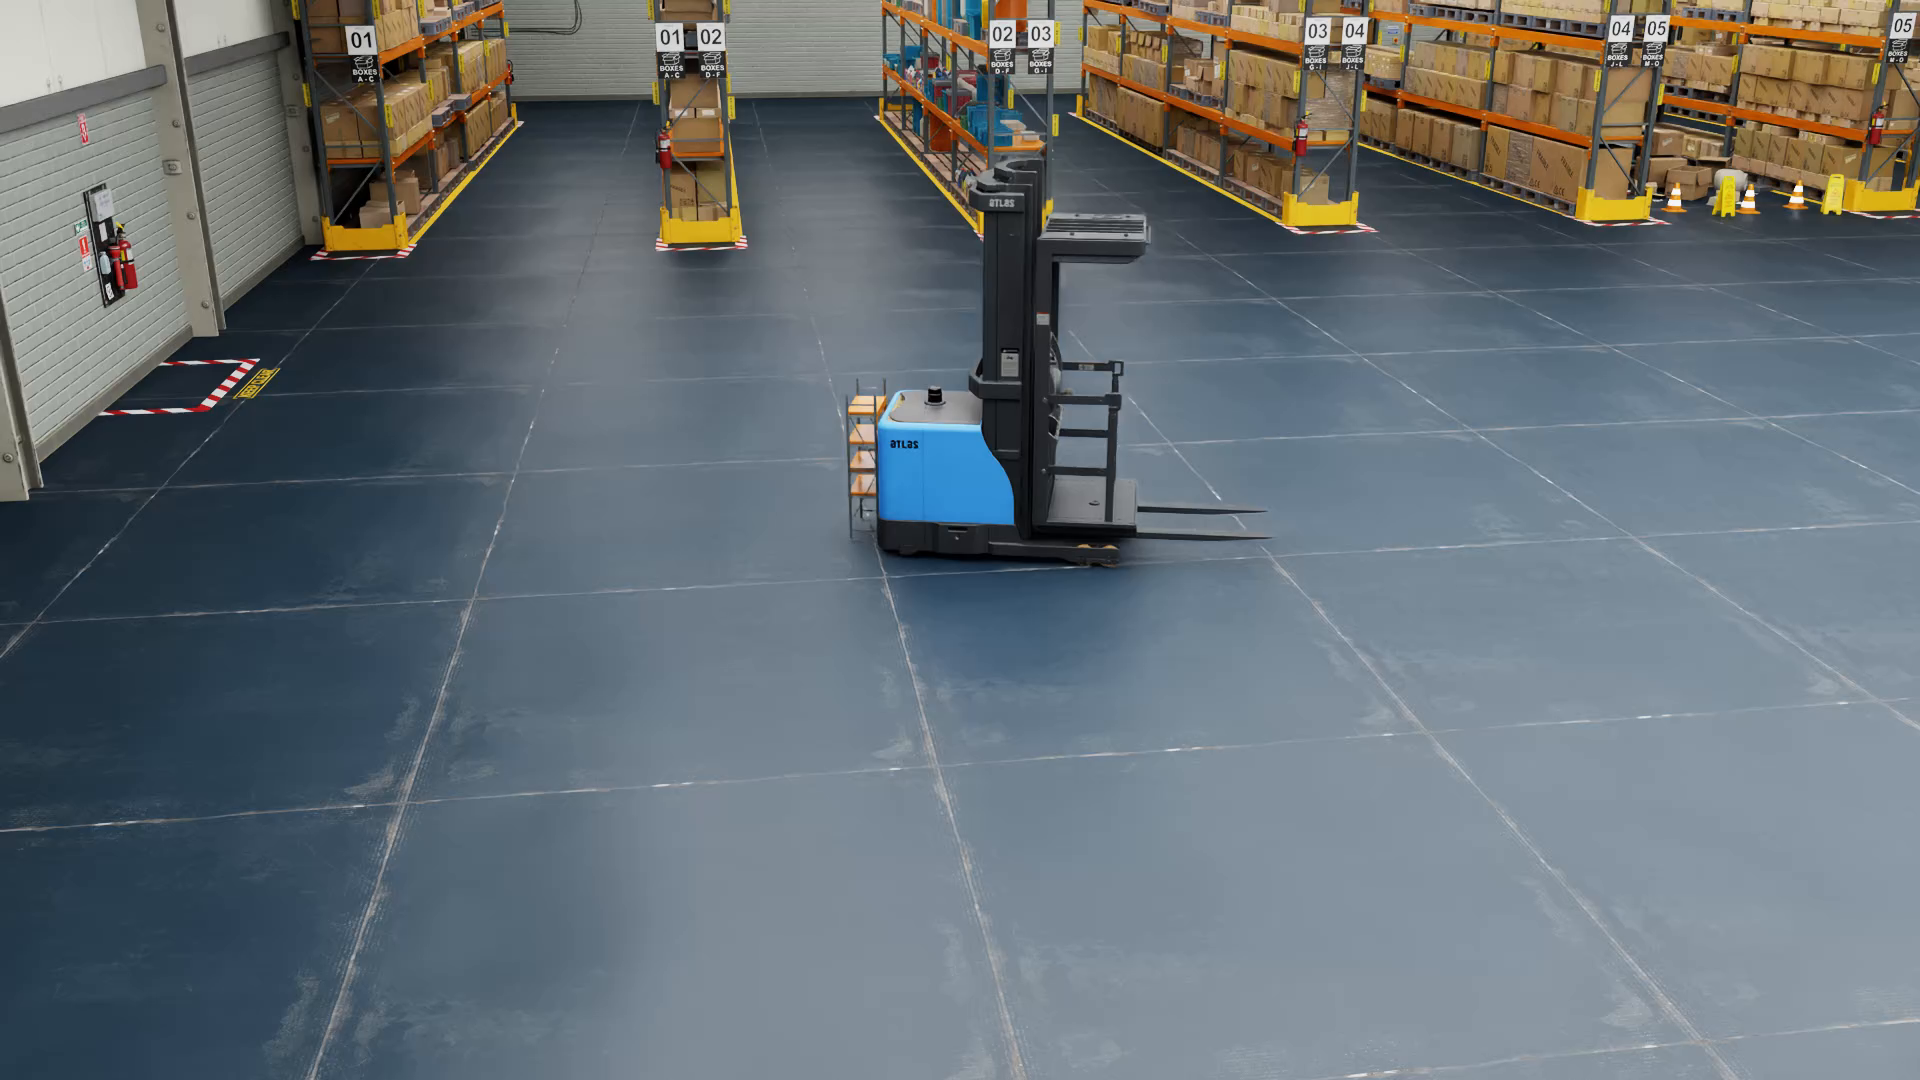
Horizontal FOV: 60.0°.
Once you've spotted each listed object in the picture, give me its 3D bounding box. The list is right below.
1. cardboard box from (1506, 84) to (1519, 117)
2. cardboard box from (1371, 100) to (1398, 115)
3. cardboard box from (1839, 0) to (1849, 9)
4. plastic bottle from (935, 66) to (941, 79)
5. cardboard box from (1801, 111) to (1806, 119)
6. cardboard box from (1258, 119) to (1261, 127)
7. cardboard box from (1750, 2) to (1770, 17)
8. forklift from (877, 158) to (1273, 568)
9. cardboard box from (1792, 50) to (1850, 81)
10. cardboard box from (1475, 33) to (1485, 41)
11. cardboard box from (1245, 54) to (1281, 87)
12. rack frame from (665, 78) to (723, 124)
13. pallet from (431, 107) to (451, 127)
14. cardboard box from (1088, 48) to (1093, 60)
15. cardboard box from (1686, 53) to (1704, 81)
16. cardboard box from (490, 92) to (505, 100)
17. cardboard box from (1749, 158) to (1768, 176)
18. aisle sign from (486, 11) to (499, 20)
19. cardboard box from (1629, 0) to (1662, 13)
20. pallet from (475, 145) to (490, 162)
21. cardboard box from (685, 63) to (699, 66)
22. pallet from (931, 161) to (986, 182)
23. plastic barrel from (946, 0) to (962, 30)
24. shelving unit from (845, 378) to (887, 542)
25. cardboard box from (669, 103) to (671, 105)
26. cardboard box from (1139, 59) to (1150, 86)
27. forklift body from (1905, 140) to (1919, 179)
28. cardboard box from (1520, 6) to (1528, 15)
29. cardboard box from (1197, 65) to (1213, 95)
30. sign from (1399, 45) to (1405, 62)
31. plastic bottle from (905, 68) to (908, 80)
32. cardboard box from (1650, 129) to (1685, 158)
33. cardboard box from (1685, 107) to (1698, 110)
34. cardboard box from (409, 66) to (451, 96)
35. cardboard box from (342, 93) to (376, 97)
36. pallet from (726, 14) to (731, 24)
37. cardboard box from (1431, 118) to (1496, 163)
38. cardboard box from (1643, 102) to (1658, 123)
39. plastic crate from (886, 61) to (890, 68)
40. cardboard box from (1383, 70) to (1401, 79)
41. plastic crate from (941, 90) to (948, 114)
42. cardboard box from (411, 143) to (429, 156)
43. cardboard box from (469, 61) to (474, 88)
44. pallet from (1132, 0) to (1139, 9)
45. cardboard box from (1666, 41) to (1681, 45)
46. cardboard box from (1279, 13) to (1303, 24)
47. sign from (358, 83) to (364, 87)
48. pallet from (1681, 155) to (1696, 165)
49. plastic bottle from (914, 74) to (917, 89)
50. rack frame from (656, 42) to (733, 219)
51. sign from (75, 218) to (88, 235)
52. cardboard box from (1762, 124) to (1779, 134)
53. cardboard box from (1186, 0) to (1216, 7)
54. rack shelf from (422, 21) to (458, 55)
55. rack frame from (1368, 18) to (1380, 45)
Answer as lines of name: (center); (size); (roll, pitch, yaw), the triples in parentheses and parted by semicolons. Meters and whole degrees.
cardboard box: (10.340, -7.863, 29.766); (0.875, 0.550, 0.550); (-3, 21, -8)
cardboard box: (9.155, -9.269, 35.646); (0.500, 0.250, 0.500); (-3, 21, -7)
cardboard box: (15.225, -9.126, 28.295); (0.380, 0.149, 0.250); (-3, 21, -8)
plastic bottle: (-0.464, -10.018, 35.821); (0.144, 0.351, 0.185); (-3, 21, -8)
cardboard box: (15.167, -7.540, 29.475); (0.380, 0.149, 0.250); (-3, 21, -8)
cardboard box: (5.294, -7.083, 28.253); (0.380, 0.149, 0.250); (-3, 21, -8)
cardboard box: (14.850, -9.702, 30.406); (0.500, 0.250, 0.500); (-3, 21, -9)
forklift: (0.915, -1.360, 12.668); (3.031, 2.935, 1.130); (2, 21, 6)
cardboard box: (15.169, -8.356, 29.304); (0.700, 0.500, 0.500); (-3, 21, -8)
cardboard box: (13.196, -12.704, 41.372); (0.500, 0.500, 0.500); (-3, 21, -9)
cardboard box: (5.209, -8.033, 28.441); (0.500, 0.500, 0.500); (-3, 21, -8)
rack frame: (-4.553, -7.395, 28.729); (1.000, 3.000, 0.127); (-3, 21, -8)
pallet: (-9.420, -7.326, 28.819); (1.003, 0.211, 1.213); (-3, 21, -8)
cardboard box: (3.404, -11.758, 40.199); (0.500, 0.250, 0.500); (-3, 21, -8)
cardboard box: (14.622, -9.275, 32.595); (0.500, 0.500, 0.500); (-2, 21, -6)
cardboard box: (-10.748, -10.267, 38.465); (0.380, 0.149, 0.250); (-2, 21, -6)
cardboard box: (14.963, -6.900, 30.733); (0.500, 0.250, 0.500); (-2, 21, -5)
aisle sign: (-10.898, -12.557, 38.833); (0.394, 0.787, 0.004); (-3, 21, -8)
cardboard box: (10.934, -8.622, 26.772); (0.500, 0.250, 0.500); (-3, 21, -8)
pallet: (-10.243, -7.921, 34.122); (1.003, 0.211, 1.213); (-3, 21, -8)
cardboard box: (-4.266, -7.375, 26.679); (0.700, 0.500, 0.500); (-3, 21, -8)
pallet: (0.019, -7.031, 31.739); (1.003, 0.211, 1.213); (-3, 21, -8)
plastic barrel: (0.061, -9.449, 29.224); (0.600, 0.901, 0.708); (-3, 21, -8)
shelving unit: (-0.732, -0.641, 13.213); (0.258, 1.200, 0.503); (2, 21, 6)
cardboard box: (-4.296, -6.663, 25.698); (0.380, 0.149, 0.250); (-3, 21, -9)
cardboard box: (4.141, -10.012, 35.594); (0.500, 0.500, 0.500); (-3, 21, -7)
forklift body: (18.466, -7.427, 30.027); (2.313, 2.155, 1.214); (-3, 21, -8)
cardboard box: (9.999, -9.234, 28.981); (0.380, 0.149, 0.250); (-3, 21, -9)
cardboard box: (4.909, -8.734, 31.566); (0.797, 0.503, 0.637); (-1, 20, -2)
sign: (9.061, -9.968, 34.077); (0.100, 0.325, 0.005); (-3, 21, -8)
plastic bottle: (-1.154, -10.164, 36.310); (0.061, 0.283, 0.133); (-3, 21, -8)
cardboard box: (13.300, -7.477, 31.438); (0.500, 0.500, 0.500); (-3, 21, -8)
cardboard box: (18.467, -10.952, 41.224); (0.700, 0.500, 0.500); (-4, 21, -10)
cardboard box: (-9.953, -8.620, 31.236); (0.700, 0.500, 0.500); (-5, 21, -14)
cardboard box: (-9.370, -6.730, 26.062); (0.500, 0.500, 0.500); (-3, 21, -7)
pallet: (-4.943, -9.866, 31.328); (1.213, 0.211, 1.003); (-2, 21, -5)
cardboard box: (9.859, -7.796, 32.418); (1.050, 0.750, 0.750); (-3, 21, -8)
cardboard box: (14.463, -9.223, 36.060); (0.875, 0.875, 0.875); (-3, 21, -8)
plastic crate: (-1.609, -11.251, 39.344); (0.250, 0.136, 0.298); (-3, 21, -8)
cardboard box: (9.071, -9.720, 34.713); (0.380, 0.149, 0.250); (-3, 21, -7)
plastic crate: (-0.118, -8.003, 30.378); (0.392, 0.384, 0.575); (-3, 21, -8)
cardboard box: (-9.644, -6.937, 29.374); (0.500, 0.250, 0.500); (-3, 21, -9)
cardboard box: (-9.984, -9.259, 33.124); (0.500, 0.500, 0.500); (-3, 21, -8)
pallet: (4.278, -11.664, 36.145); (0.805, 0.209, 1.217); (-4, 21, -10)
cardboard box: (18.110, -12.524, 42.249); (0.500, 0.250, 0.500); (-3, 21, -7)
cardboard box: (5.349, -8.382, 26.728); (0.380, 0.149, 0.250); (-3, 21, -7)
sign: (-10.003, -7.657, 27.776); (0.100, 0.325, 0.005); (-3, 21, -8)
pallet: (14.764, -7.780, 33.745); (1.003, 0.211, 1.213); (-3, 21, -8)
plastic bottle: (-0.918, -9.599, 34.795); (0.061, 0.283, 0.133); (-3, 21, -8)
rack frame: (-3.976, -6.010, 25.021); (1.000, 3.000, 0.127); (-3, 21, -8)
sign: (-8.665, -3.093, 16.403); (0.001, 0.109, 0.331); (-3, 21, -8)
cardboard box: (14.909, -7.515, 30.381); (0.380, 0.149, 0.250); (-2, 21, -6)
cardboard box: (4.636, -10.439, 31.735); (0.500, 0.500, 0.500); (-4, 21, -9)
rack shelf: (-9.743, -8.905, 29.512); (1.077, 0.370, 4.000); (-3, 21, -8)
rack frame: (9.020, -10.879, 38.056); (1.000, 3.000, 0.127); (-3, 21, -8)
